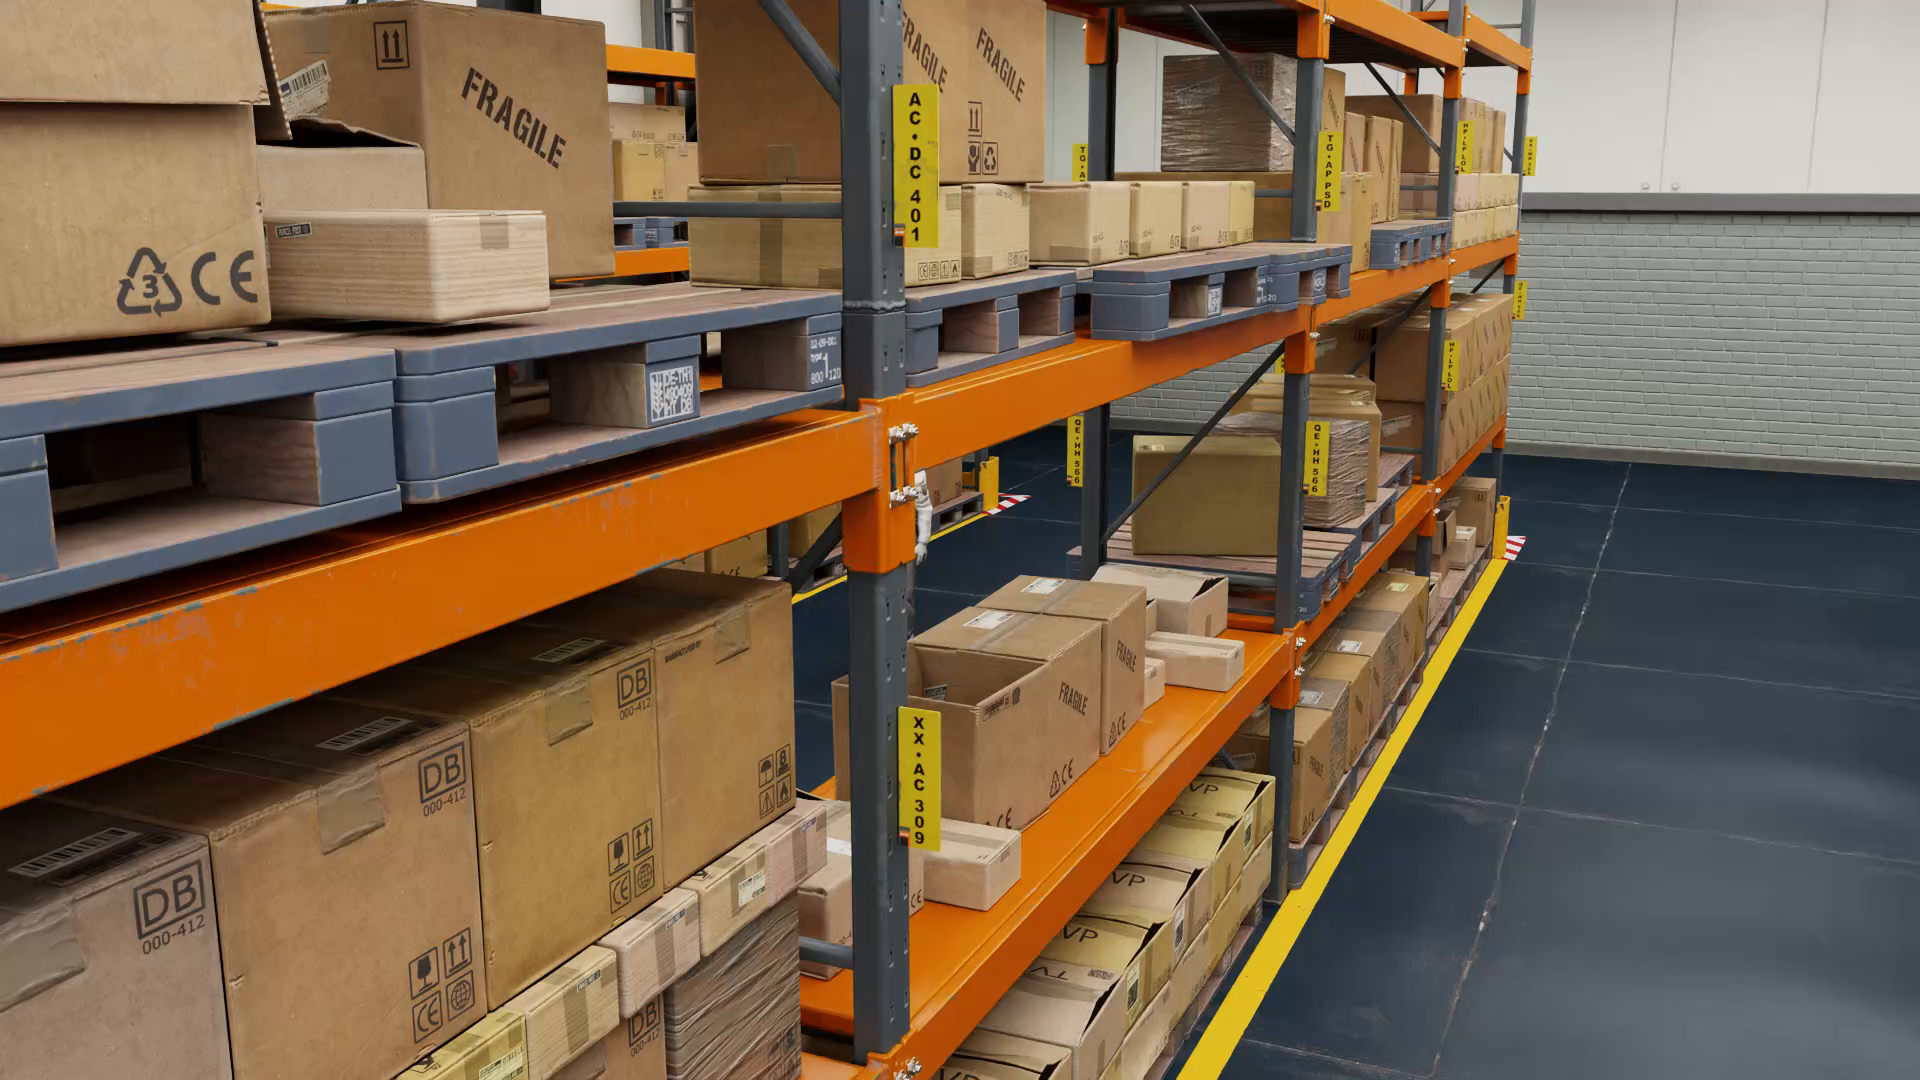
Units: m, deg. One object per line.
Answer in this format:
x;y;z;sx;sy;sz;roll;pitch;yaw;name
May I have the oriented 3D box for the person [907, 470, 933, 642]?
-0.458;0.015;11.391;0.530;1.663;0.412;5;13;21;person
